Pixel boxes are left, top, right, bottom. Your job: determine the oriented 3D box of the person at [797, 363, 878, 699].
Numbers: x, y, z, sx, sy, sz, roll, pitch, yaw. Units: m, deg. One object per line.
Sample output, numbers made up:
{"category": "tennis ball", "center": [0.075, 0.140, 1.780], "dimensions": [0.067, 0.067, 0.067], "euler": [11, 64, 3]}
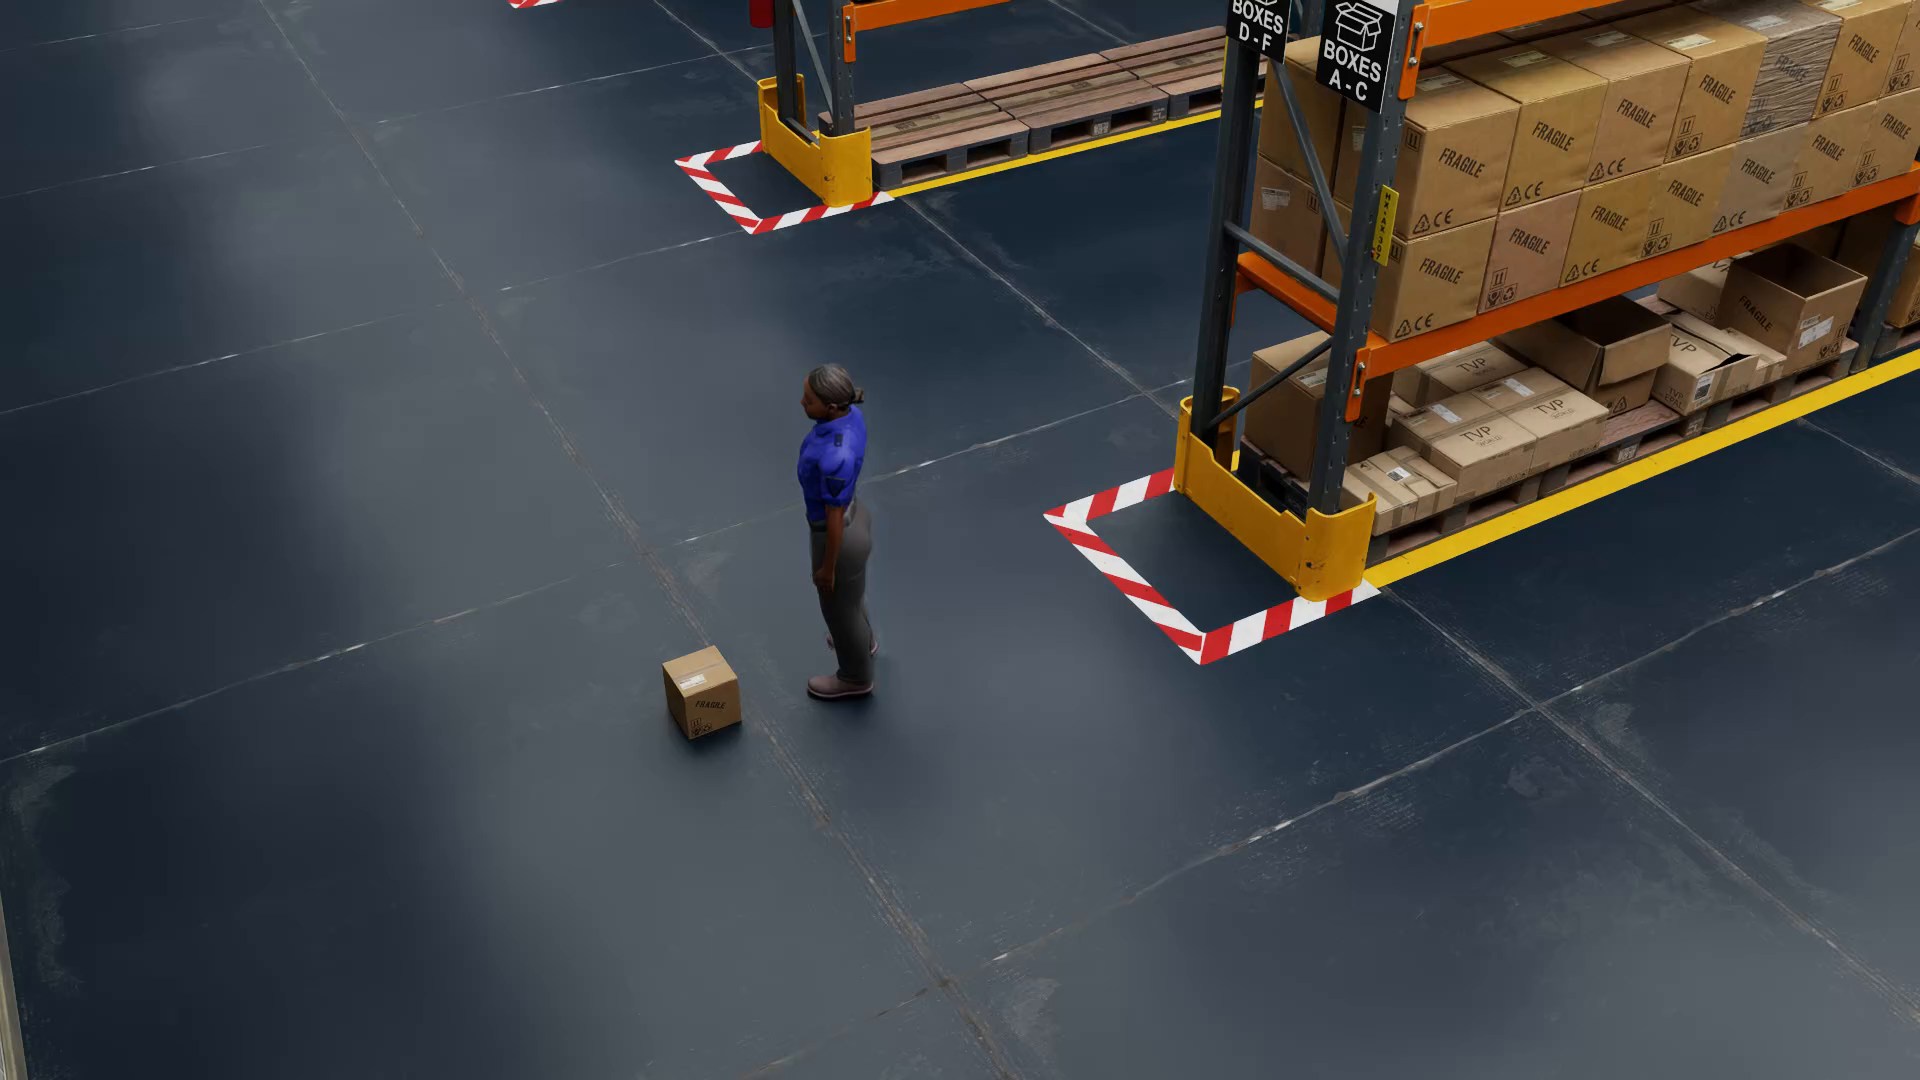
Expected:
{"category": "person", "center": [-0.522, -0.042, 6.985], "dimensions": [0.319, 1.677, 0.592], "euler": [0, 37, -1]}
